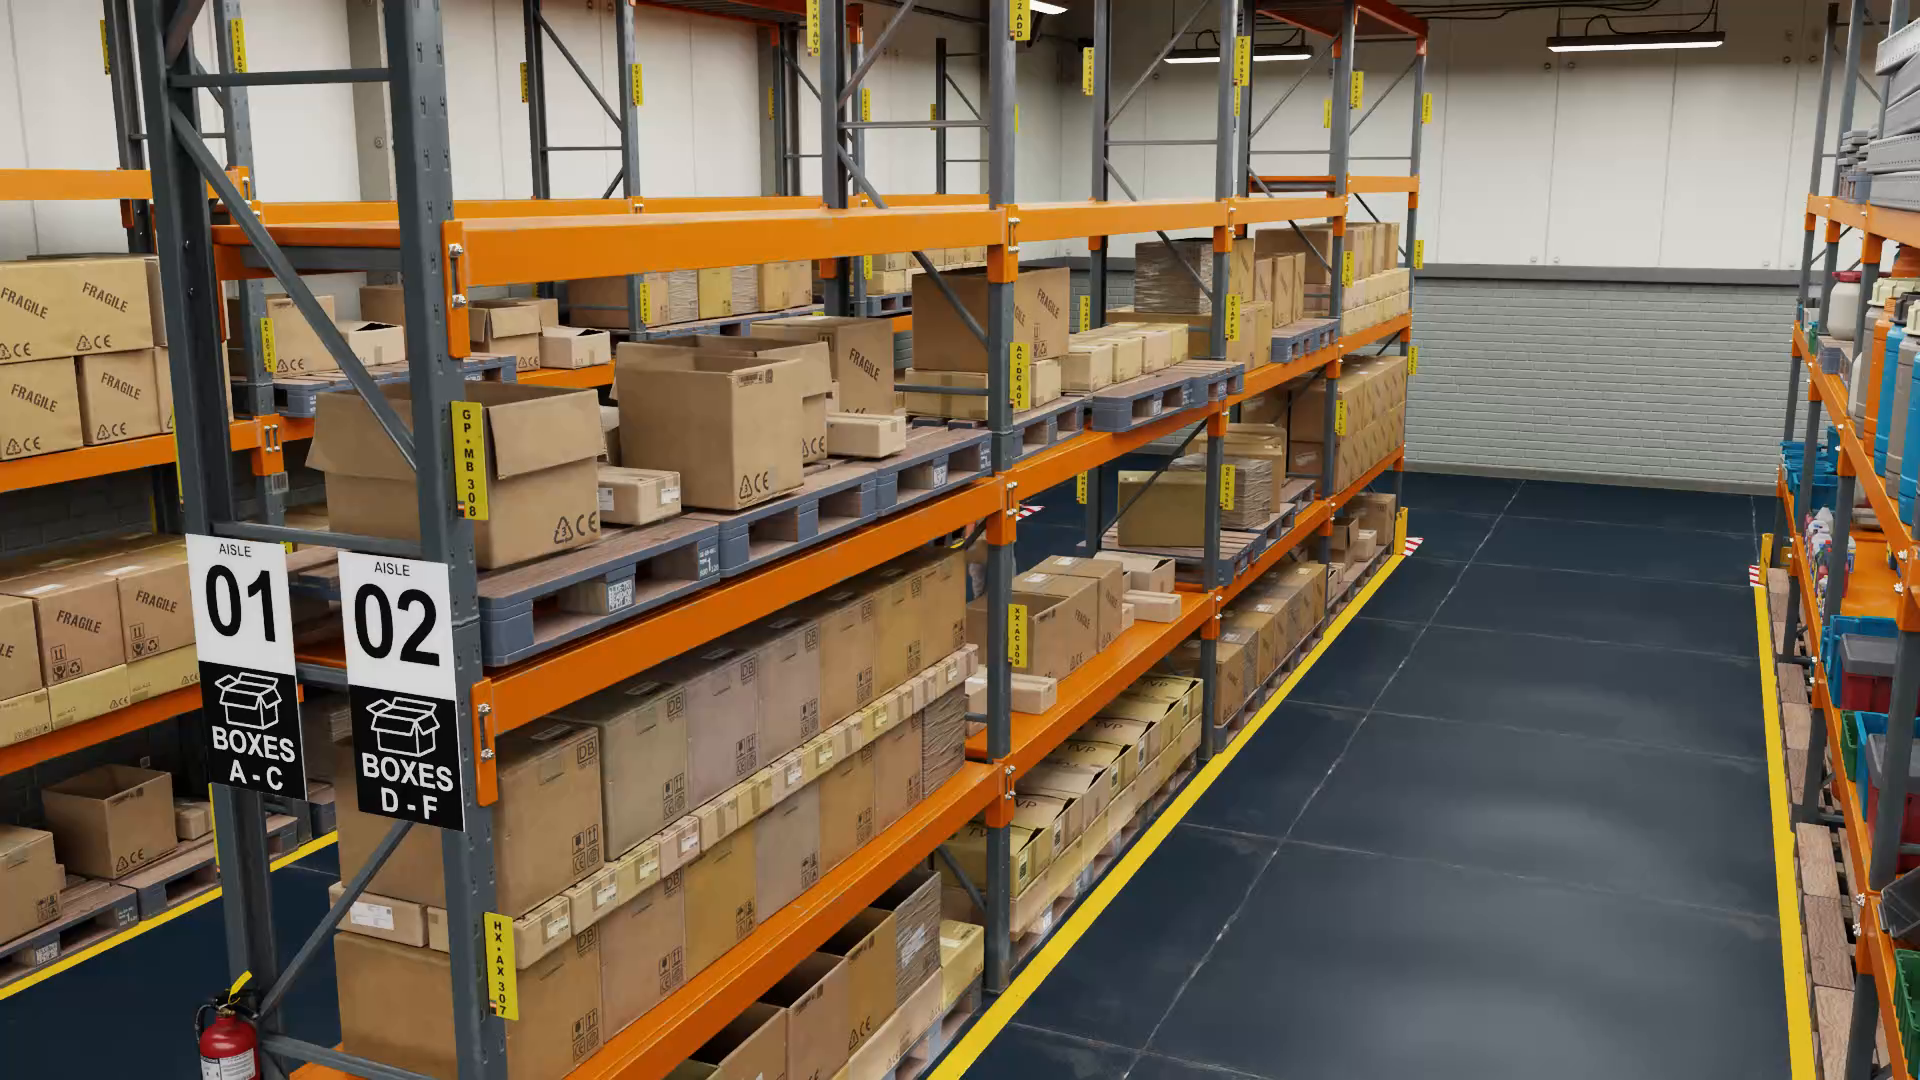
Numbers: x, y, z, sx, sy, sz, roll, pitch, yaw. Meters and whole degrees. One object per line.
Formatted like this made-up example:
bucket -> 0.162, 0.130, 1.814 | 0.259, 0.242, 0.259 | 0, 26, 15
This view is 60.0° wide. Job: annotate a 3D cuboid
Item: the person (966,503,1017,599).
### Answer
person -> 0.295, 0.085, 15.608 | 0.489, 1.745, 0.592 | 5, 13, 22
